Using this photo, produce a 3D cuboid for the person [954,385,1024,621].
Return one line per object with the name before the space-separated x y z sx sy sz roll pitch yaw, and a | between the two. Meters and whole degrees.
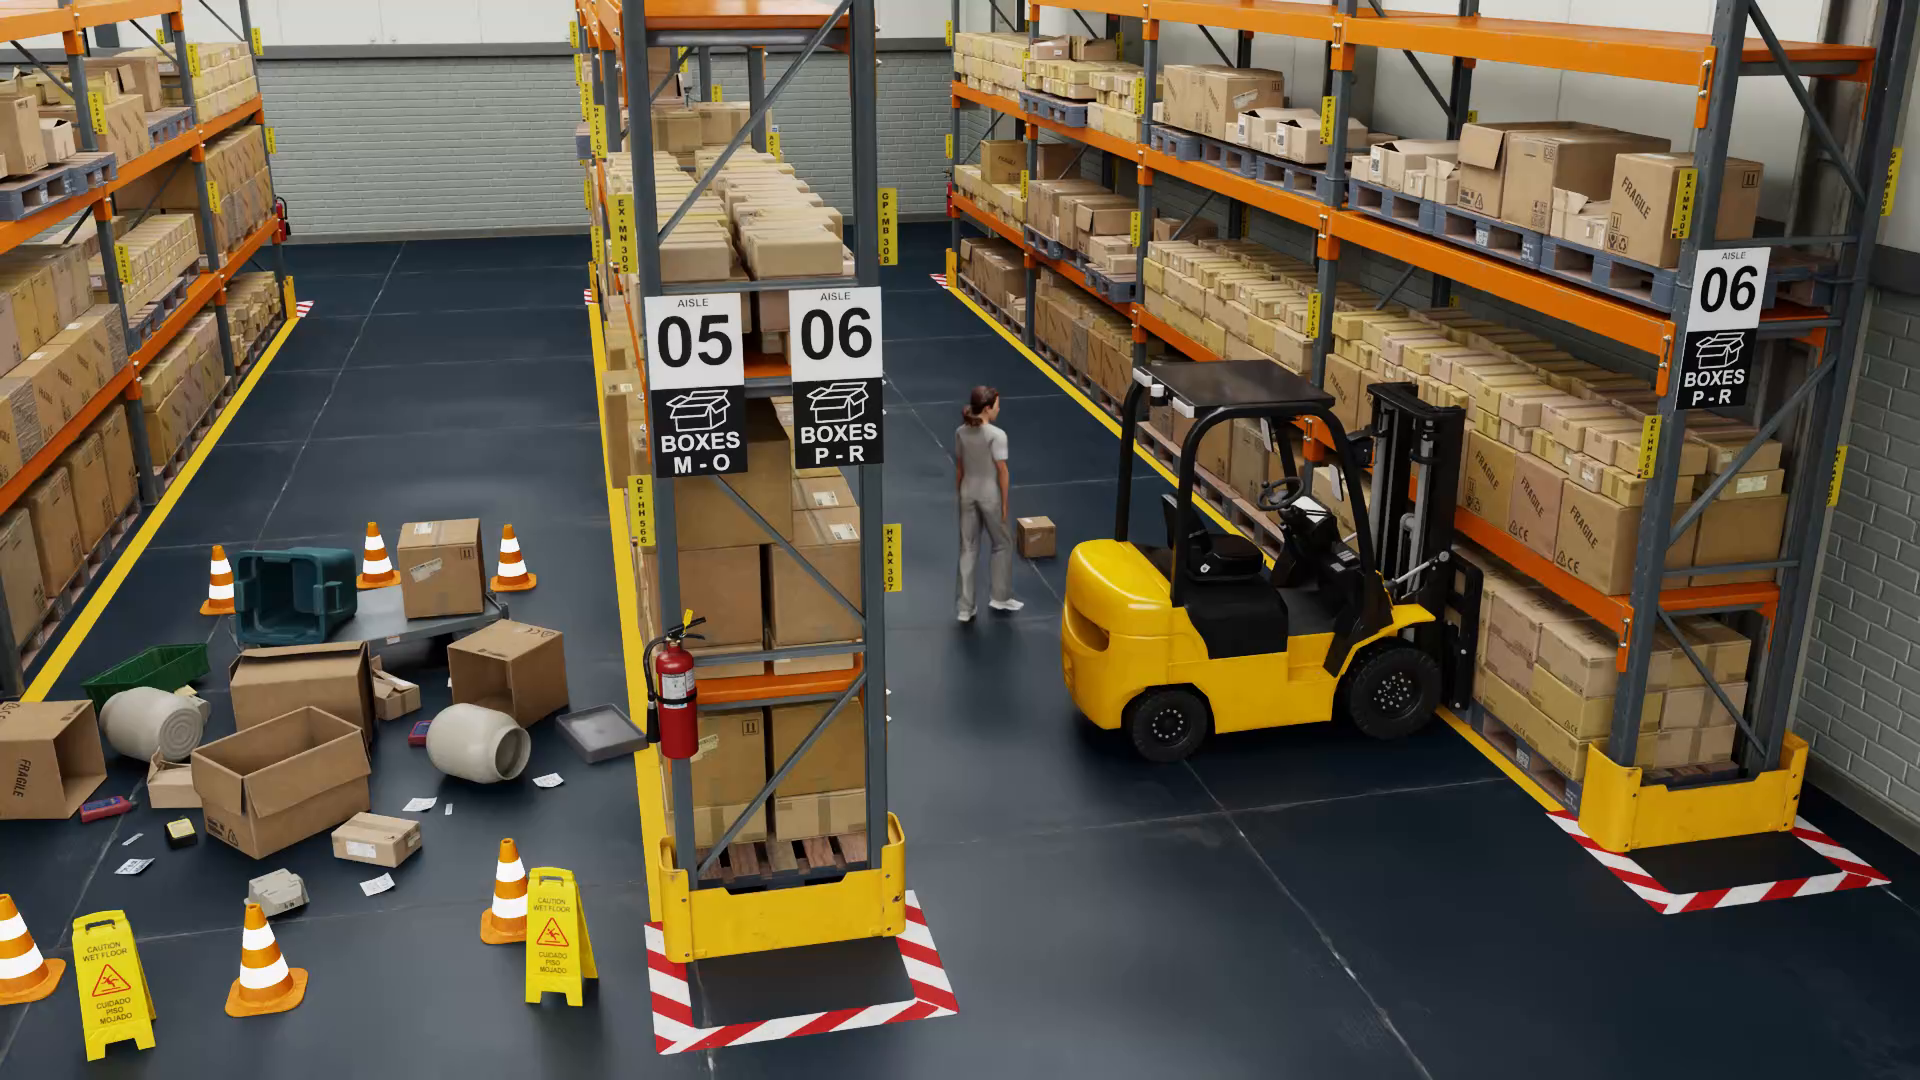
person | 0.144 -0.239 11.778 0.462 1.714 0.637 9 22 25
